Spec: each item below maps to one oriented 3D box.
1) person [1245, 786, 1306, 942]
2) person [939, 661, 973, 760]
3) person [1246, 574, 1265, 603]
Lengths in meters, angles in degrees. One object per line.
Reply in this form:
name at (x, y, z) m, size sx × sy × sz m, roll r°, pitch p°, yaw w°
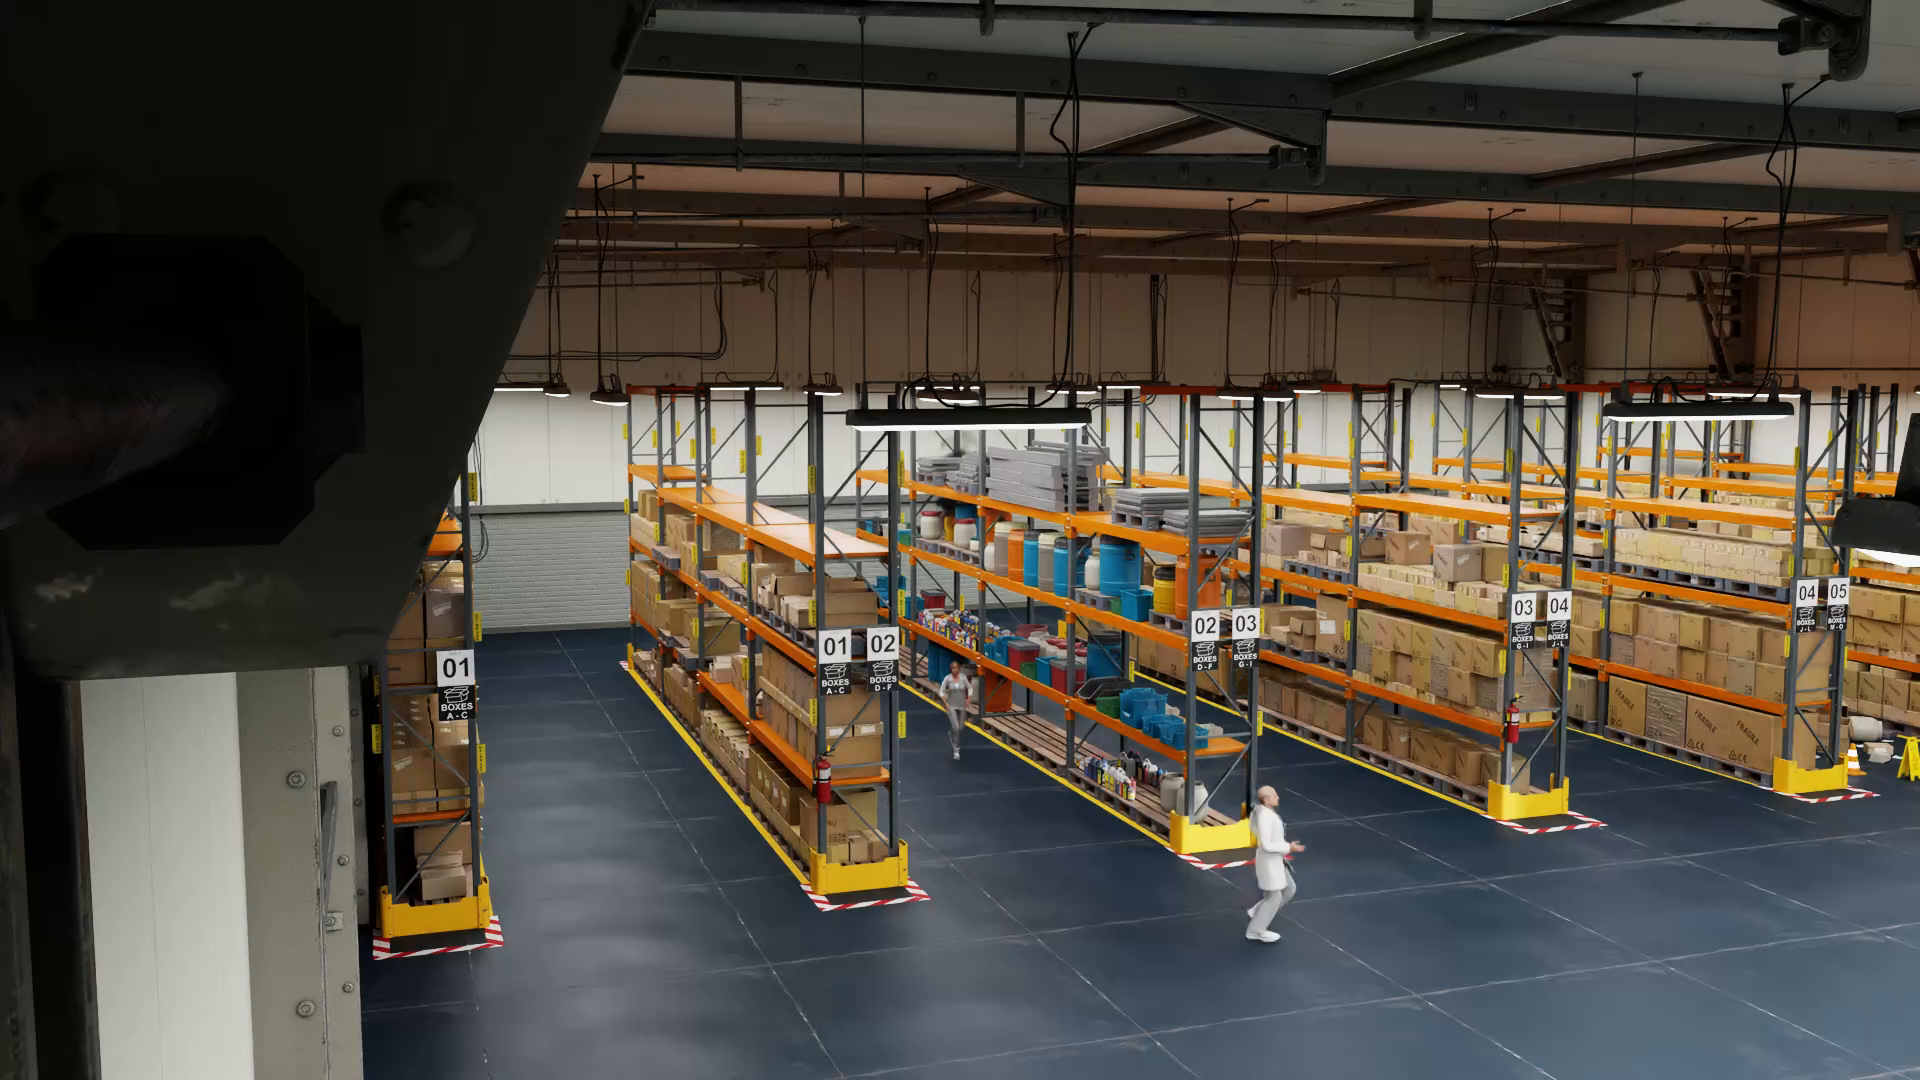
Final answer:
person at (3.483, 3.566, 18.329) m, size 0.639 × 1.741 × 0.697 m, roll 1°, pitch 6°, yaw 13°
person at (-0.072, 2.753, 27.186) m, size 0.555 × 1.602 × 0.659 m, roll -1°, pitch 6°, yaw -10°
person at (6.576, 1.601, 37.421) m, size 0.657 × 1.743 × 0.608 m, roll -2°, pitch 6°, yaw -16°
